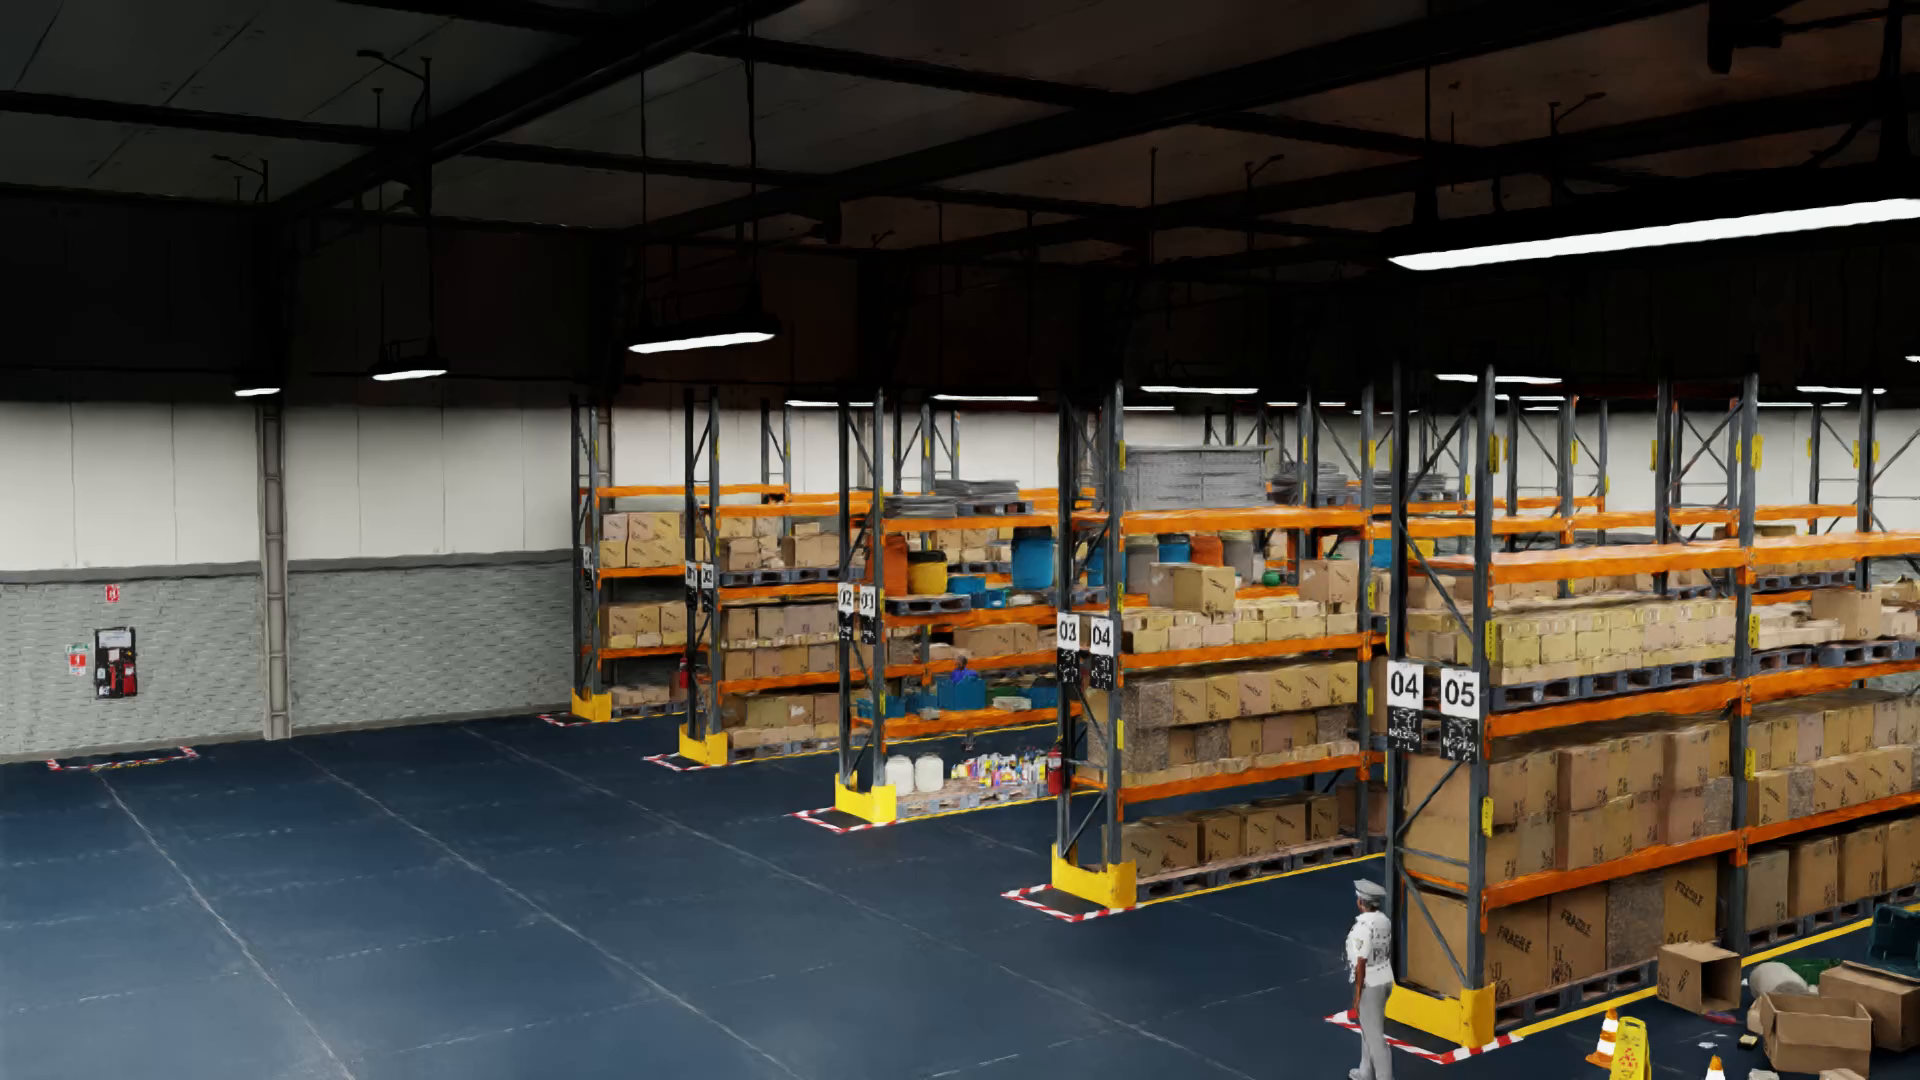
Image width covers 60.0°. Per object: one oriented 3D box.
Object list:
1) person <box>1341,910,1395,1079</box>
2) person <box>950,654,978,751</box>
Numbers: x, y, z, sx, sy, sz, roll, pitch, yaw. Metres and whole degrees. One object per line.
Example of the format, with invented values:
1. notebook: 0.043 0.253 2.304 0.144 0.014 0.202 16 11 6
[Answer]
1. person: 3.283 3.619 13.150 0.463 1.392 0.457 3 4 38
2. person: 0.127 2.691 27.783 0.626 1.594 0.809 3 4 38
